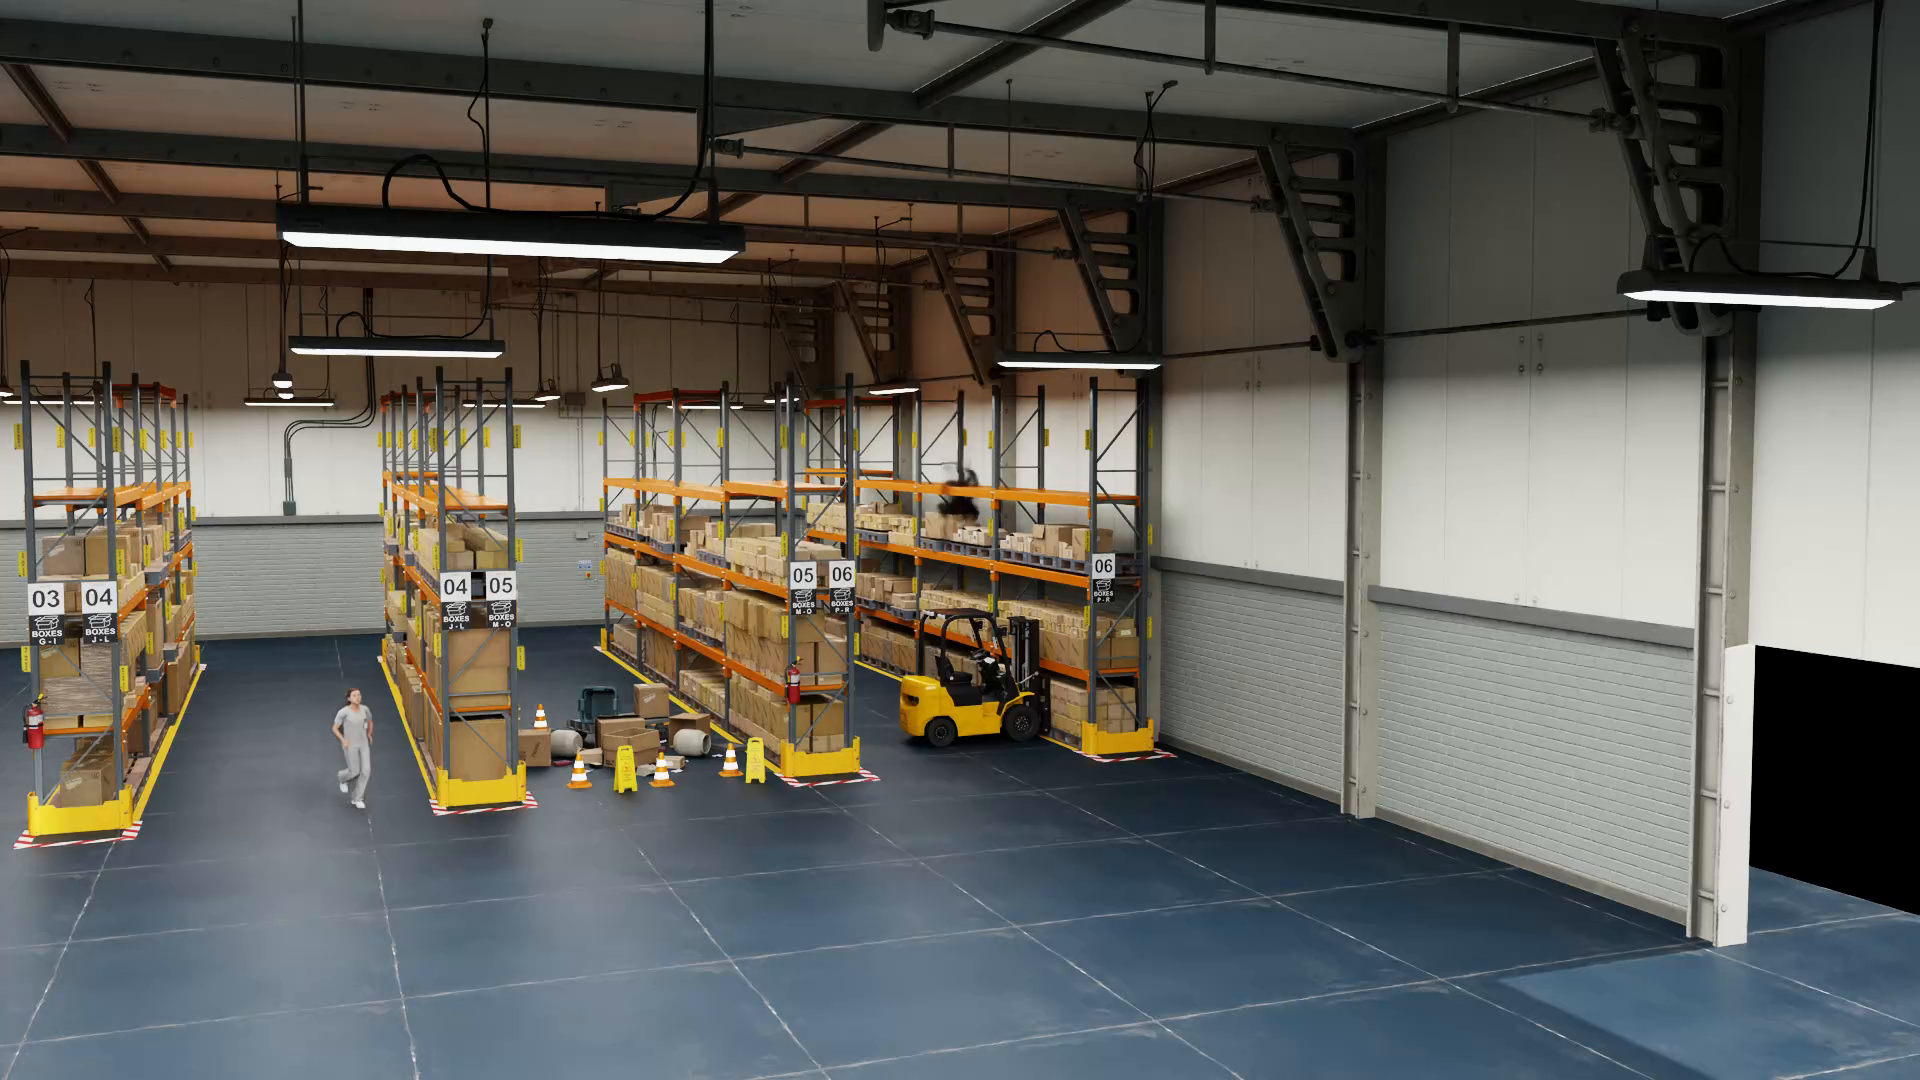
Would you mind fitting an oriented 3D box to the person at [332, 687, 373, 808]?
[{"bbox_3d":[-8.318,2.831,22.824,0.573,1.640,0.624,-3,5,-44],"label":"person"}]
